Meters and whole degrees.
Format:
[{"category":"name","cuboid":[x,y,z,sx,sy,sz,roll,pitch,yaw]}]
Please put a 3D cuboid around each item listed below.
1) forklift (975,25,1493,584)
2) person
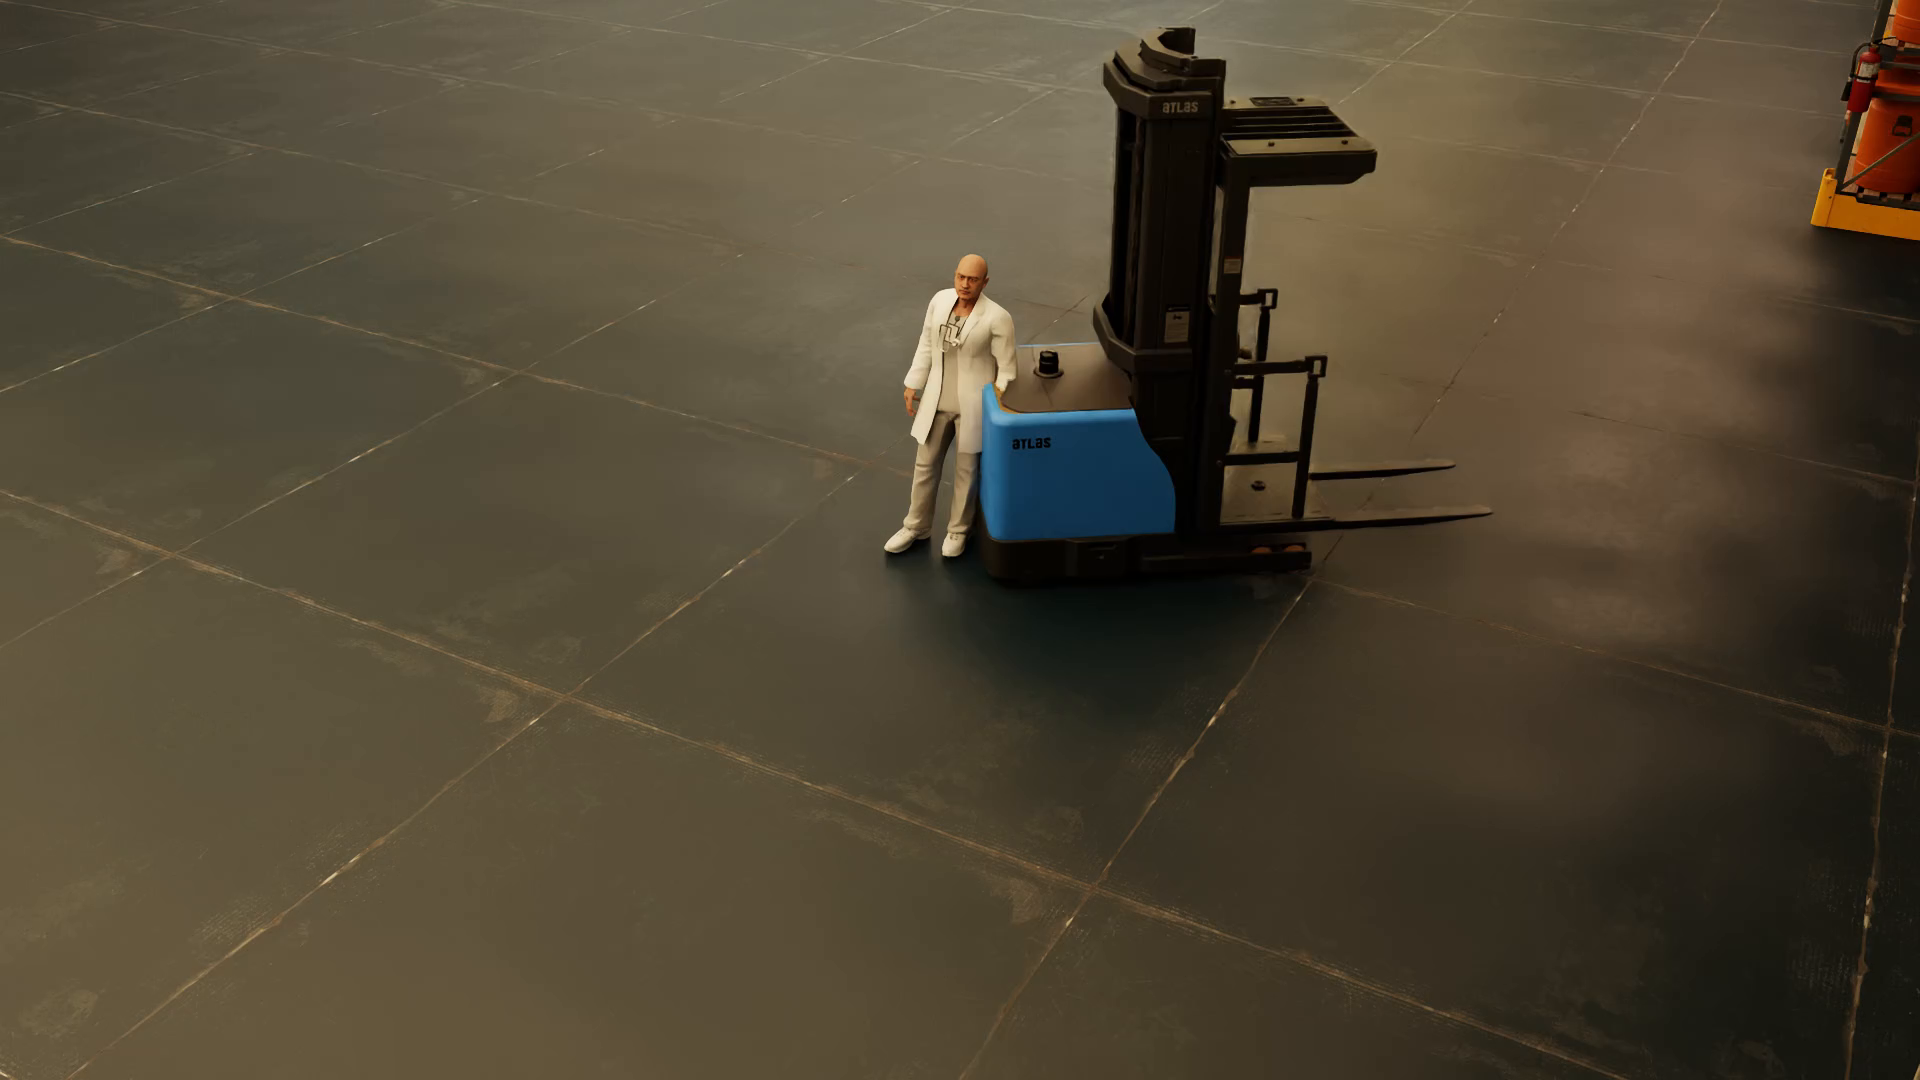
[{"category":"forklift","cuboid":[1.614,-1.322,9.361,3.031,2.935,1.130,-3,30,-5]},{"category":"person","cuboid":[-0.048,-0.738,9.489,0.696,1.775,0.581,15,33,25]}]
